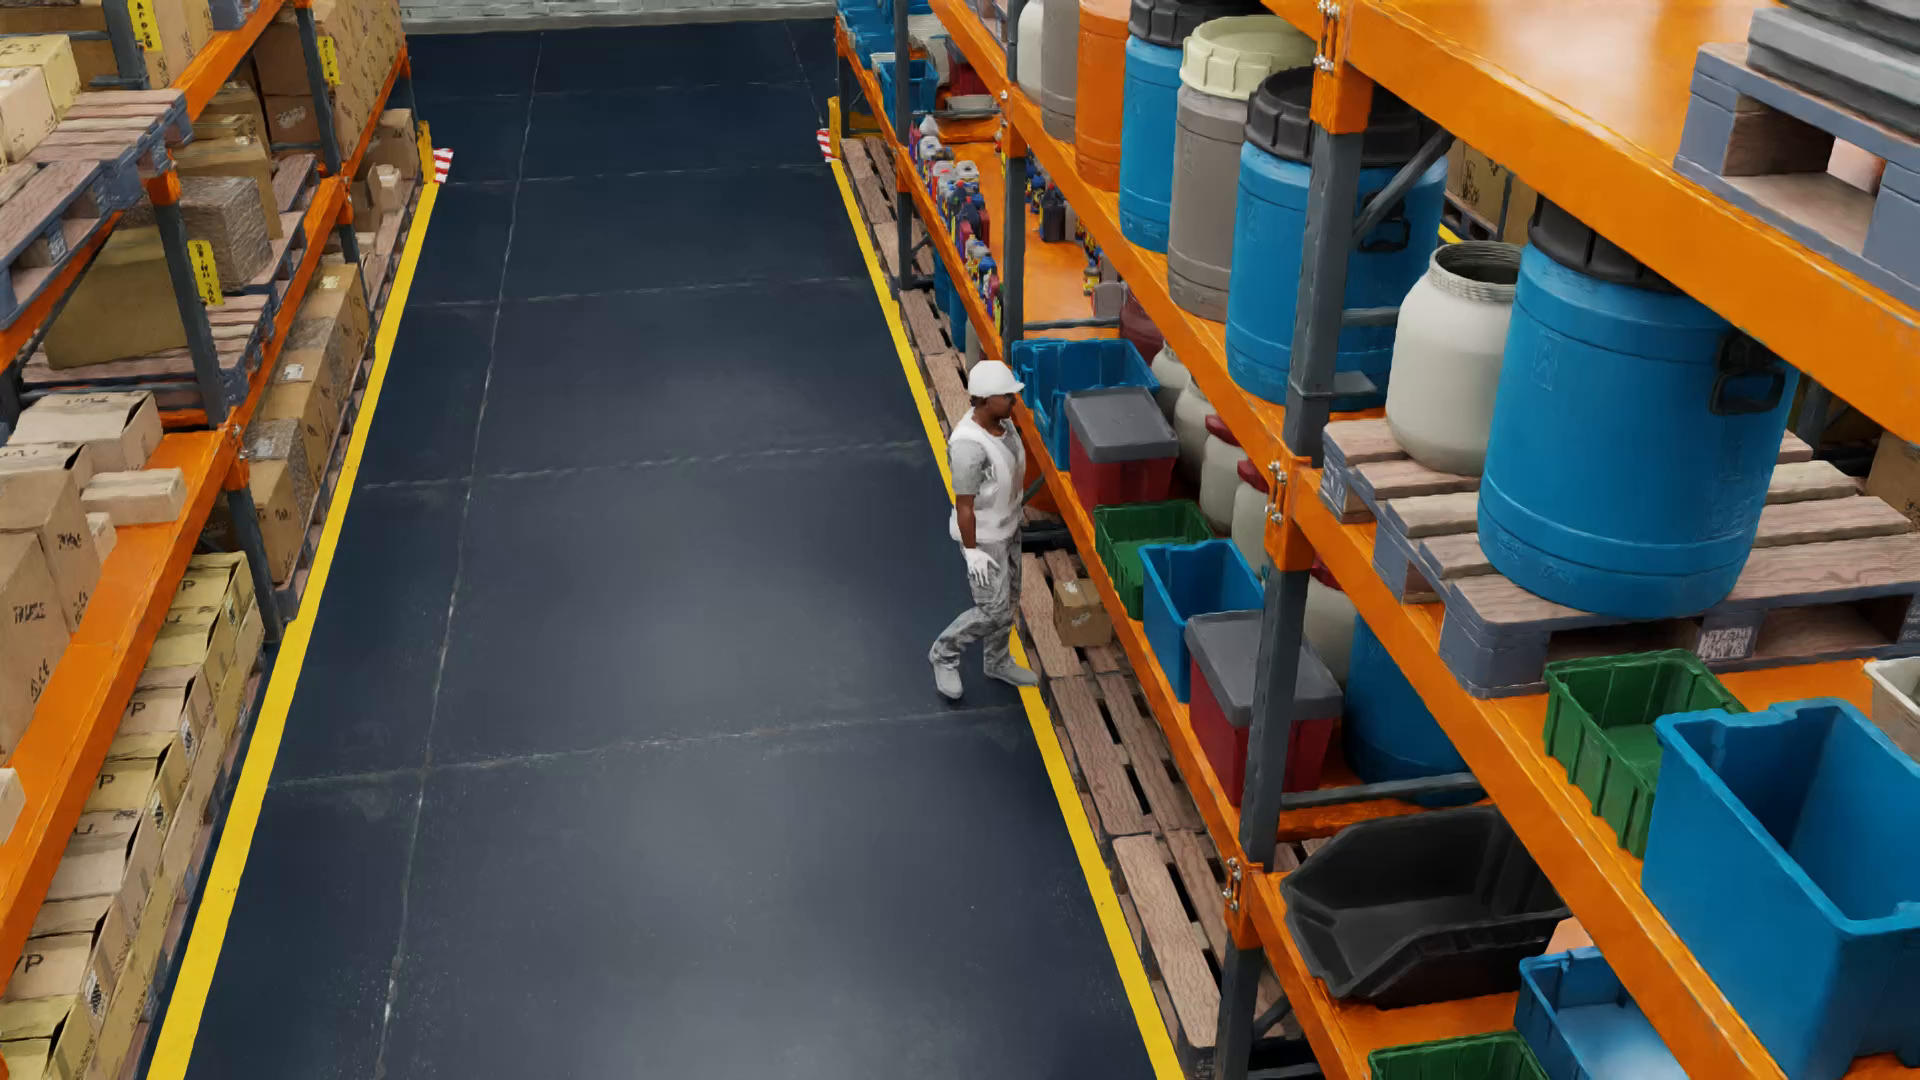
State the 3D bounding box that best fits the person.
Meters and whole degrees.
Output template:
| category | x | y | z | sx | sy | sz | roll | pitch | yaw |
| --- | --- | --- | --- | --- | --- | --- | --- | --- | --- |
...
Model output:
| category | x | y | z | sx | sy | sz | roll | pitch | yaw |
| --- | --- | --- | --- | --- | --- | --- | --- | --- | --- |
| person | 0.142 | -0.055 | 8.223 | 0.556 | 1.793 | 0.633 | 9 | 32 | 16 |
